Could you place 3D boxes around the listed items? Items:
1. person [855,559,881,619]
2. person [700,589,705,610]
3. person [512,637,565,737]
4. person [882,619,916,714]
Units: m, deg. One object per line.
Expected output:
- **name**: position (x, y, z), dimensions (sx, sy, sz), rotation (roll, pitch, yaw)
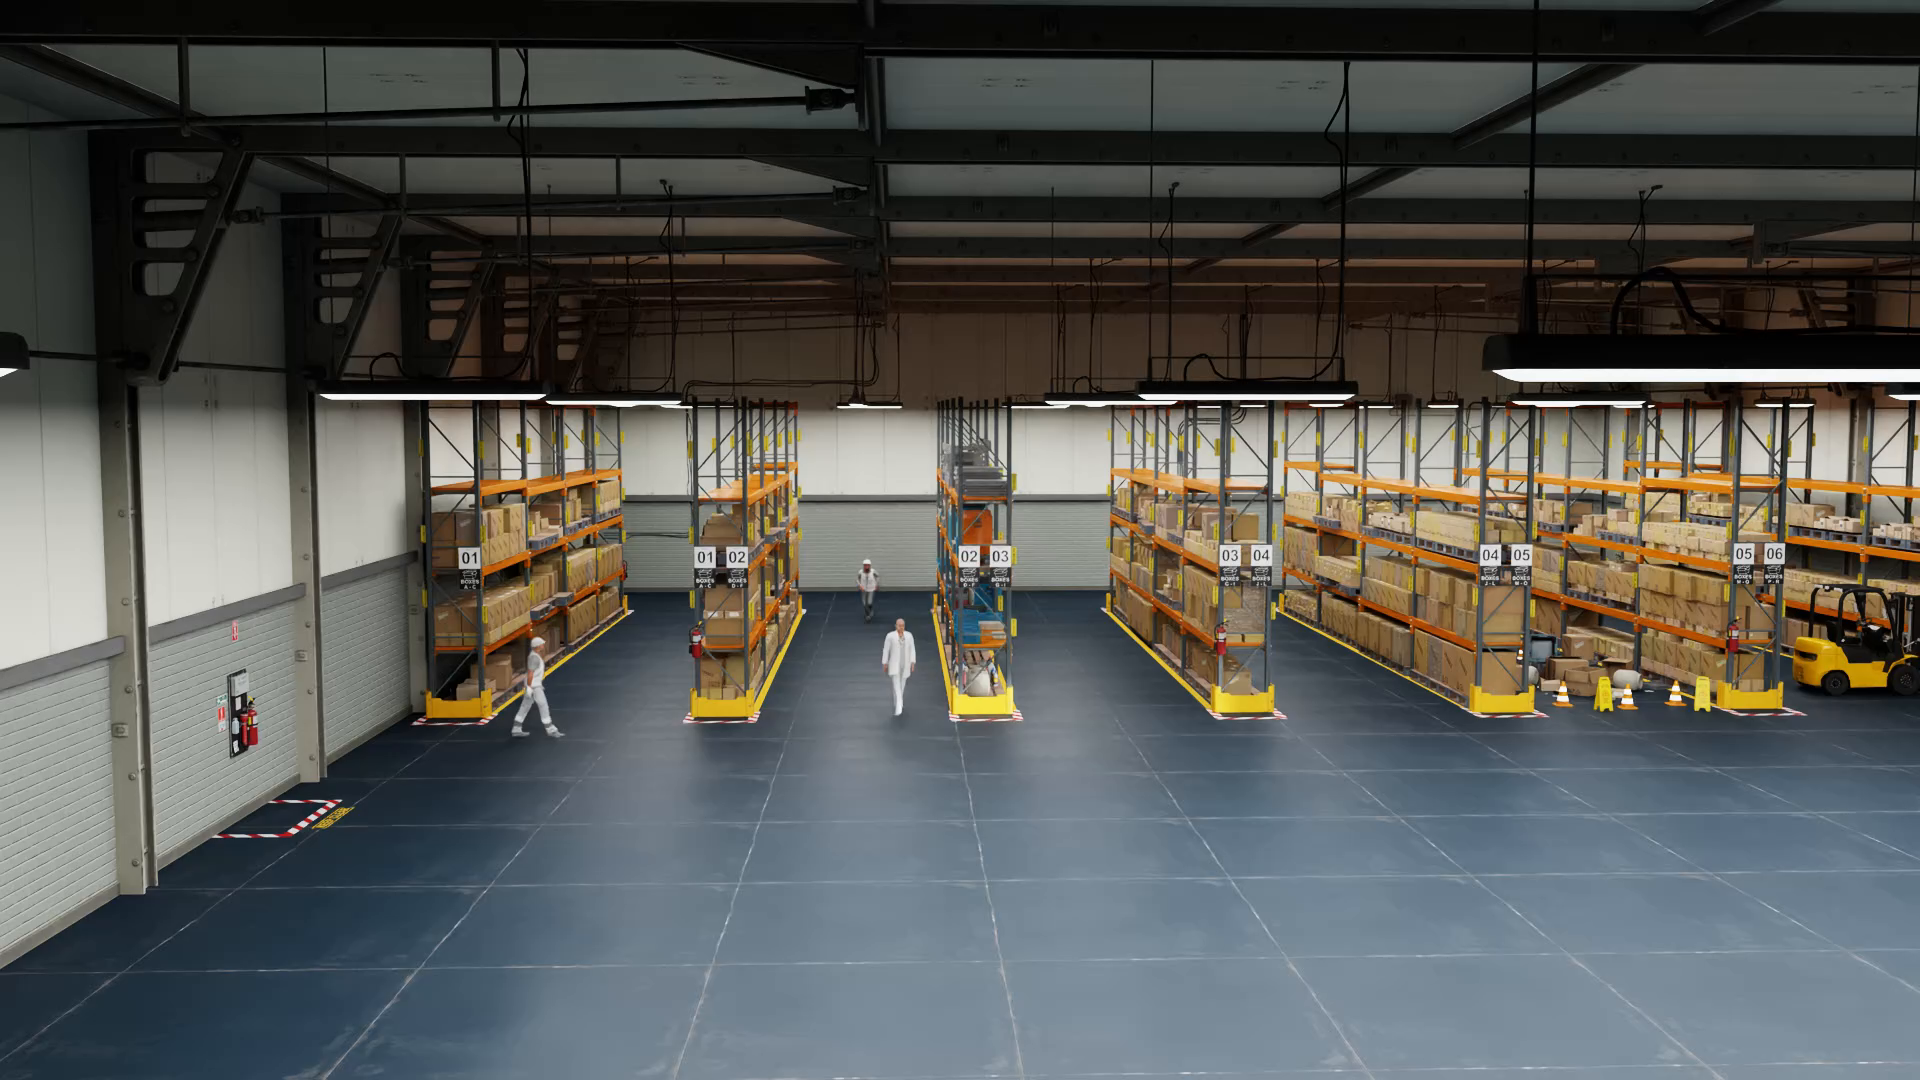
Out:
- **person**: position (-2.518, 1.359, 45.648), dimensions (0.663, 1.682, 0.725), rotation (1, 4, 8)
- **person**: position (-6.450, 1.544, 43.148), dimensions (0.607, 1.667, 1.068), rotation (0, 4, -5)
- **person**: position (-7.421, 2.579, 29.187), dimensions (0.896, 1.753, 0.597), rotation (-1, 5, -18)
- **person**: position (-1.134, 2.380, 31.759), dimensions (0.607, 1.745, 0.962), rotation (-2, 5, -27)
